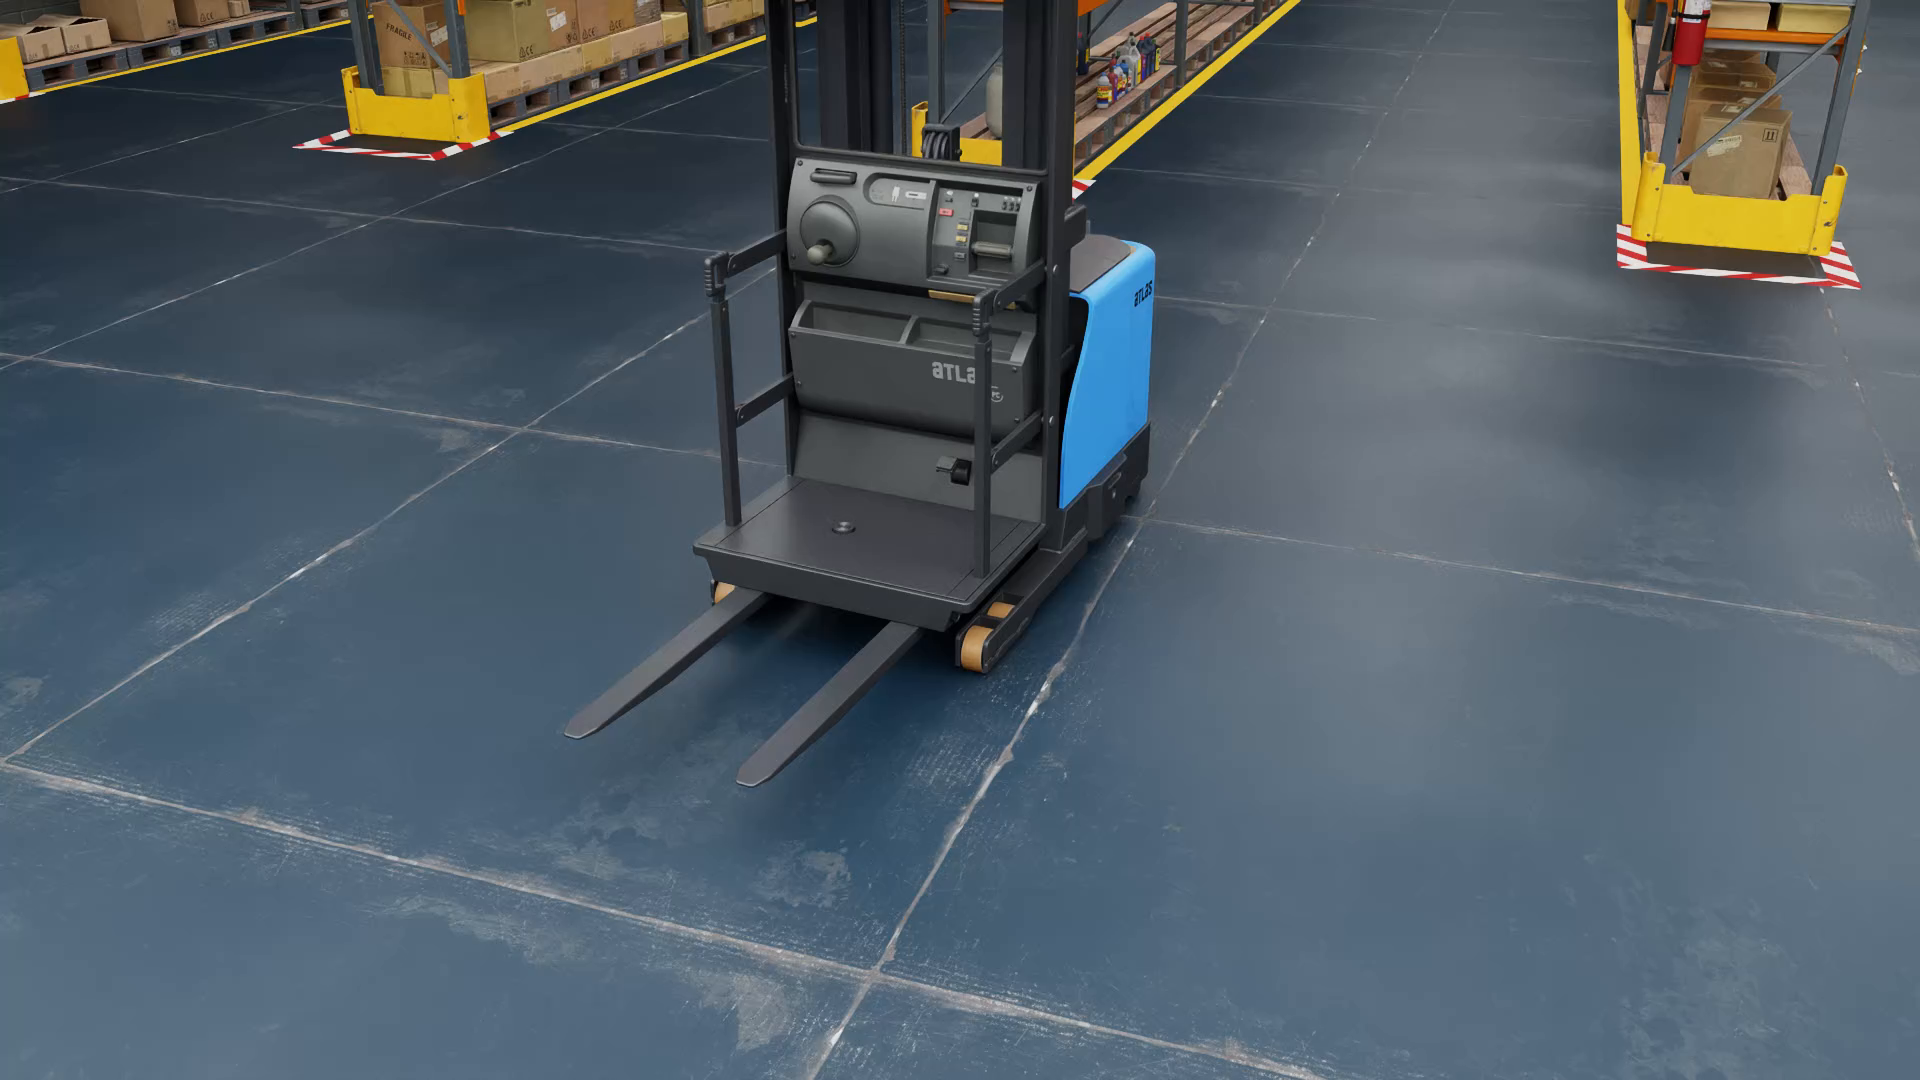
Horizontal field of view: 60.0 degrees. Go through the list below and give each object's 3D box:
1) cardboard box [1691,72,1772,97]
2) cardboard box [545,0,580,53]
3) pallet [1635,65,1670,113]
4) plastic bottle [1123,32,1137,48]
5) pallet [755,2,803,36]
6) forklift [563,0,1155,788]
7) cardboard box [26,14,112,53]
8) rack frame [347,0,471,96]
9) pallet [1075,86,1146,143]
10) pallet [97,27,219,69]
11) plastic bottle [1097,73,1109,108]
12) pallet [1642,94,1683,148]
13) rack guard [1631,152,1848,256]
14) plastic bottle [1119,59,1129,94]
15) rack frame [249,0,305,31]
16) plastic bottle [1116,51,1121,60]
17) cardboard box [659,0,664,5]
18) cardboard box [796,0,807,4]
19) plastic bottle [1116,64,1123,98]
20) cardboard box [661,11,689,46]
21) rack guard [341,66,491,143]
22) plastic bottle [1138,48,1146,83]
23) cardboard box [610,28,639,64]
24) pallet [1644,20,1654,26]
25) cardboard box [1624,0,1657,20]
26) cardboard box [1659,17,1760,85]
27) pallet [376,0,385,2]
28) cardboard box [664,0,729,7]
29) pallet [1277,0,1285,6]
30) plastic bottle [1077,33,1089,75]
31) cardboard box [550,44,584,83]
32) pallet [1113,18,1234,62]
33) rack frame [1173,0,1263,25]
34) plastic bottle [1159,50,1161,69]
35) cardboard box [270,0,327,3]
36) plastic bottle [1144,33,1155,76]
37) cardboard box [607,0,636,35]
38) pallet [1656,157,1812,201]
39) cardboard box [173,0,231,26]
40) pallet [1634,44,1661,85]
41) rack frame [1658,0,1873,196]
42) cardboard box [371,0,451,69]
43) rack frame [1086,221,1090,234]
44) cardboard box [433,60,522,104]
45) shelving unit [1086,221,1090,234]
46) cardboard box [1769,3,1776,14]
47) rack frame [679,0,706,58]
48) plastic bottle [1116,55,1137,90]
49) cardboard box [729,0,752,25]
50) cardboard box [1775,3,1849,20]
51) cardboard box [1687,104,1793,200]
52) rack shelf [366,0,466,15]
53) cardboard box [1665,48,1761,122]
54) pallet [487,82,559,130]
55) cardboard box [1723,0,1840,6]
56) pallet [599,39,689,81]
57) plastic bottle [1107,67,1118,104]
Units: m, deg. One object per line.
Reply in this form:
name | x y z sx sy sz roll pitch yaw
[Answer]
cardboard box | 5.546 -3.072 12.039 0.500 0.500 0.500 11 28 22
cardboard box | -3.703 -4.577 14.573 0.500 0.500 0.500 9 27 17
pallet | 6.519 -3.957 14.681 1.003 0.211 1.213 9 27 17
plastic bottle | 1.512 -4.331 14.787 0.144 0.351 0.185 9 27 17
pallet | -2.467 -5.887 18.666 1.003 0.211 1.213 9 27 17
forklift | -0.264 -1.070 5.596 1.130 2.935 3.031 11 28 22
cardboard box | -8.578 -4.897 16.002 0.500 0.311 0.500 11 28 22
rack frame | -4.411 -4.687 12.987 1.000 3.000 0.127 9 27 17
pallet | 0.923 -3.582 13.907 1.003 0.211 1.213 9 27 17
pallet | -8.347 -5.008 16.851 1.003 0.211 1.213 9 27 17
plastic bottle | 1.156 -3.637 13.445 0.097 0.271 0.097 0 26 0
pallet | 6.071 -3.356 13.439 1.003 0.211 1.213 9 27 17
rack guard | 4.955 -2.155 10.626 1.175 0.500 0.348 9 27 17
plastic bottle | 1.371 -3.902 13.993 0.097 0.271 0.097 0 26 0
rack frame | -7.752 -7.047 17.863 1.000 3.000 0.127 9 27 17
plastic bottle | 1.371 -4.072 14.331 0.061 0.283 0.133 9 27 17
cardboard box | -3.215 -5.742 17.197 0.500 0.311 0.500 9 27 17
cardboard box | -2.032 -6.255 18.901 0.500 0.250 0.500 9 27 19
plastic bottle | 1.304 -3.819 13.821 0.097 0.271 0.097 0 26 0
cardboard box | -3.028 -5.060 16.431 0.500 0.250 0.500 9 27 17
rack guard | -4.419 -3.552 13.512 1.175 0.500 0.348 9 27 17
plastic bottle | 1.569 -4.128 14.445 0.061 0.283 0.133 11 28 21
cardboard box | -3.356 -4.648 15.581 0.500 0.250 0.500 9 27 17
pallet | 7.926 -5.594 18.061 1.003 0.211 1.213 9 27 17
cardboard box | 7.841 -6.049 17.758 1.225 0.875 0.875 7 27 15
cardboard box | 6.486 -4.214 14.376 0.700 0.500 0.500 7 27 13
pallet | -7.090 -6.615 20.171 1.003 0.211 1.213 9 27 17
cardboard box | -2.707 -5.668 17.044 0.500 0.311 0.500 9 27 18
pallet | 3.552 -6.829 20.612 1.003 0.211 1.213 9 27 17
plastic bottle | 1.066 -4.324 14.773 0.144 0.351 0.185 9 27 17
cardboard box | -3.693 -4.238 14.733 0.500 0.250 0.500 9 27 17
pallet | 2.219 -5.187 17.220 1.003 0.211 1.213 9 27 17
rack frame | 2.921 -7.254 18.291 1.000 3.000 0.127 9 27 17
plastic bottle | 1.763 -4.355 15.008 0.097 0.201 0.097 0 26 0
cardboard box | -7.523 -6.425 18.941 0.700 0.500 0.500 10 27 19
plastic bottle | 1.648 -4.310 14.744 0.144 0.351 0.185 8 27 16
cardboard box | -3.368 -4.987 15.421 0.500 0.500 0.500 9 27 17
pallet | 5.259 -2.353 11.368 1.003 0.211 1.213 9 27 17
cardboard box | -8.060 -5.688 17.419 0.500 0.500 0.500 7 27 14
pallet | 6.923 -4.460 15.720 1.003 0.211 1.213 9 27 17
rack frame | 4.930 -3.248 10.017 1.000 3.000 0.127 9 27 17
cardboard box | -4.513 -4.239 13.876 0.500 0.500 0.500 9 27 17
rack frame | 0.472 -0.923 7.452 0.200 1.050 0.008 11 28 22
cardboard box | -4.022 -3.826 13.884 0.500 0.250 0.500 9 27 17
shelving unit | 0.421 -0.875 7.352 0.215 1.050 0.252 11 28 22
cardboard box | 5.512 -3.524 10.875 0.380 0.149 0.250 9 27 17
rack frame | -3.079 -6.330 16.382 1.000 3.000 0.127 9 27 17
plastic bottle | 1.419 -3.998 14.187 0.152 0.276 0.135 9 27 18
cardboard box | -2.540 -5.621 17.592 0.500 0.250 0.500 9 27 19
cardboard box | 5.351 -3.318 10.449 0.380 0.149 0.250 9 27 17
cardboard box | 5.154 -2.567 10.995 0.500 0.500 0.500 14 29 27
rack shelf | -3.745 -5.185 14.842 1.077 0.370 4.000 9 27 17
cardboard box | 5.907 -3.561 13.049 0.500 0.500 0.500 19 32 34
pallet | -4.196 -3.752 14.257 1.003 0.211 1.213 9 27 17
cardboard box | 5.139 -3.649 10.389 0.875 0.500 0.500 9 27 17
pallet | -3.384 -4.755 16.328 1.003 0.211 1.213 9 27 17
plastic bottle | 1.249 -3.732 13.629 0.061 0.283 0.133 9 27 18
